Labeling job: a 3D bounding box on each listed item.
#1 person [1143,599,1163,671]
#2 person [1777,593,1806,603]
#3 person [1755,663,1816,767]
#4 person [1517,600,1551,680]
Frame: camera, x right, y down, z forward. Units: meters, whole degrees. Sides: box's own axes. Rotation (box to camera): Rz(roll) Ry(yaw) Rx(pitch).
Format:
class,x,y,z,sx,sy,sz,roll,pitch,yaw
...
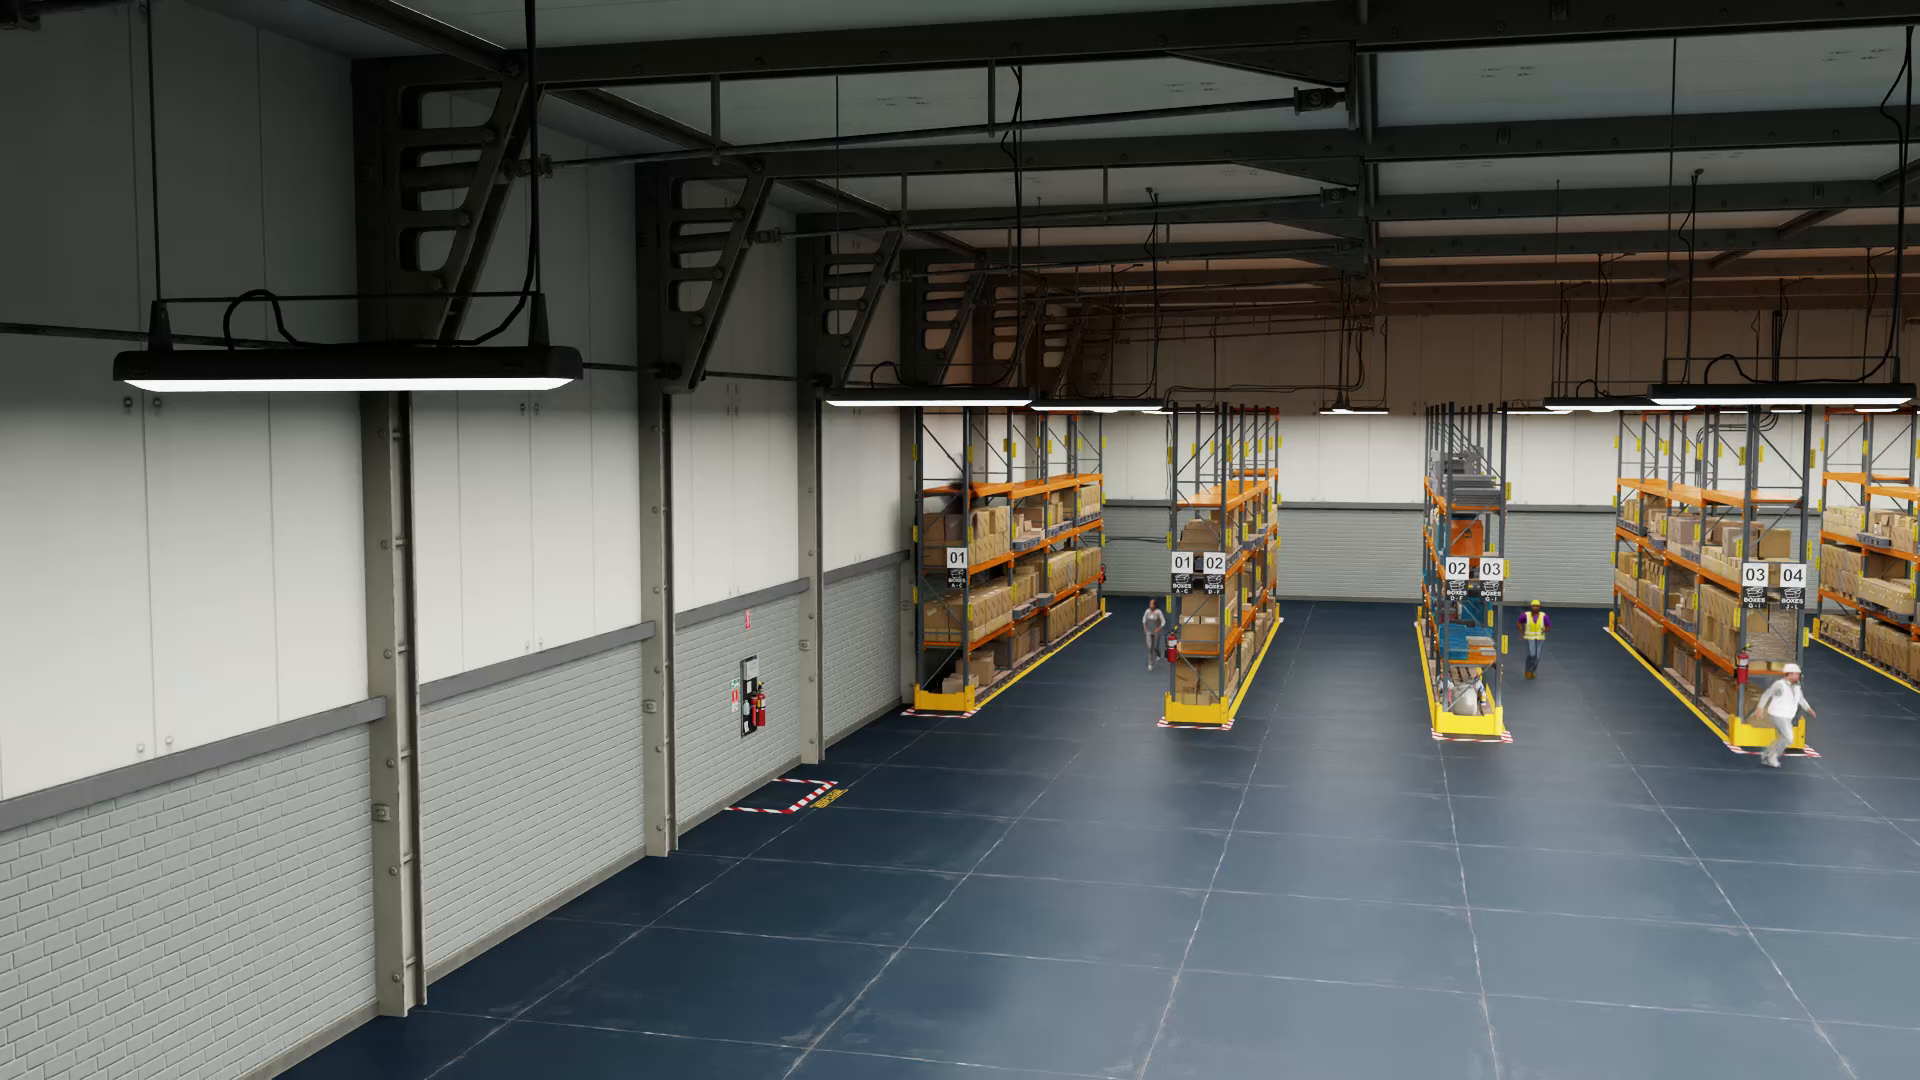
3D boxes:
class,x,y,z,sx,sy,sz,roll,pitch,yaw
person,2.522,2.202,37.055,3.606,1.604,3.500,1,4,18
person,20.842,1.806,41.729,0.638,1.711,0.763,0,4,5
person,13.437,2.852,27.009,0.621,1.721,0.804,-3,5,-31
person,12.501,2.173,36.156,0.662,1.752,0.689,0,4,7
